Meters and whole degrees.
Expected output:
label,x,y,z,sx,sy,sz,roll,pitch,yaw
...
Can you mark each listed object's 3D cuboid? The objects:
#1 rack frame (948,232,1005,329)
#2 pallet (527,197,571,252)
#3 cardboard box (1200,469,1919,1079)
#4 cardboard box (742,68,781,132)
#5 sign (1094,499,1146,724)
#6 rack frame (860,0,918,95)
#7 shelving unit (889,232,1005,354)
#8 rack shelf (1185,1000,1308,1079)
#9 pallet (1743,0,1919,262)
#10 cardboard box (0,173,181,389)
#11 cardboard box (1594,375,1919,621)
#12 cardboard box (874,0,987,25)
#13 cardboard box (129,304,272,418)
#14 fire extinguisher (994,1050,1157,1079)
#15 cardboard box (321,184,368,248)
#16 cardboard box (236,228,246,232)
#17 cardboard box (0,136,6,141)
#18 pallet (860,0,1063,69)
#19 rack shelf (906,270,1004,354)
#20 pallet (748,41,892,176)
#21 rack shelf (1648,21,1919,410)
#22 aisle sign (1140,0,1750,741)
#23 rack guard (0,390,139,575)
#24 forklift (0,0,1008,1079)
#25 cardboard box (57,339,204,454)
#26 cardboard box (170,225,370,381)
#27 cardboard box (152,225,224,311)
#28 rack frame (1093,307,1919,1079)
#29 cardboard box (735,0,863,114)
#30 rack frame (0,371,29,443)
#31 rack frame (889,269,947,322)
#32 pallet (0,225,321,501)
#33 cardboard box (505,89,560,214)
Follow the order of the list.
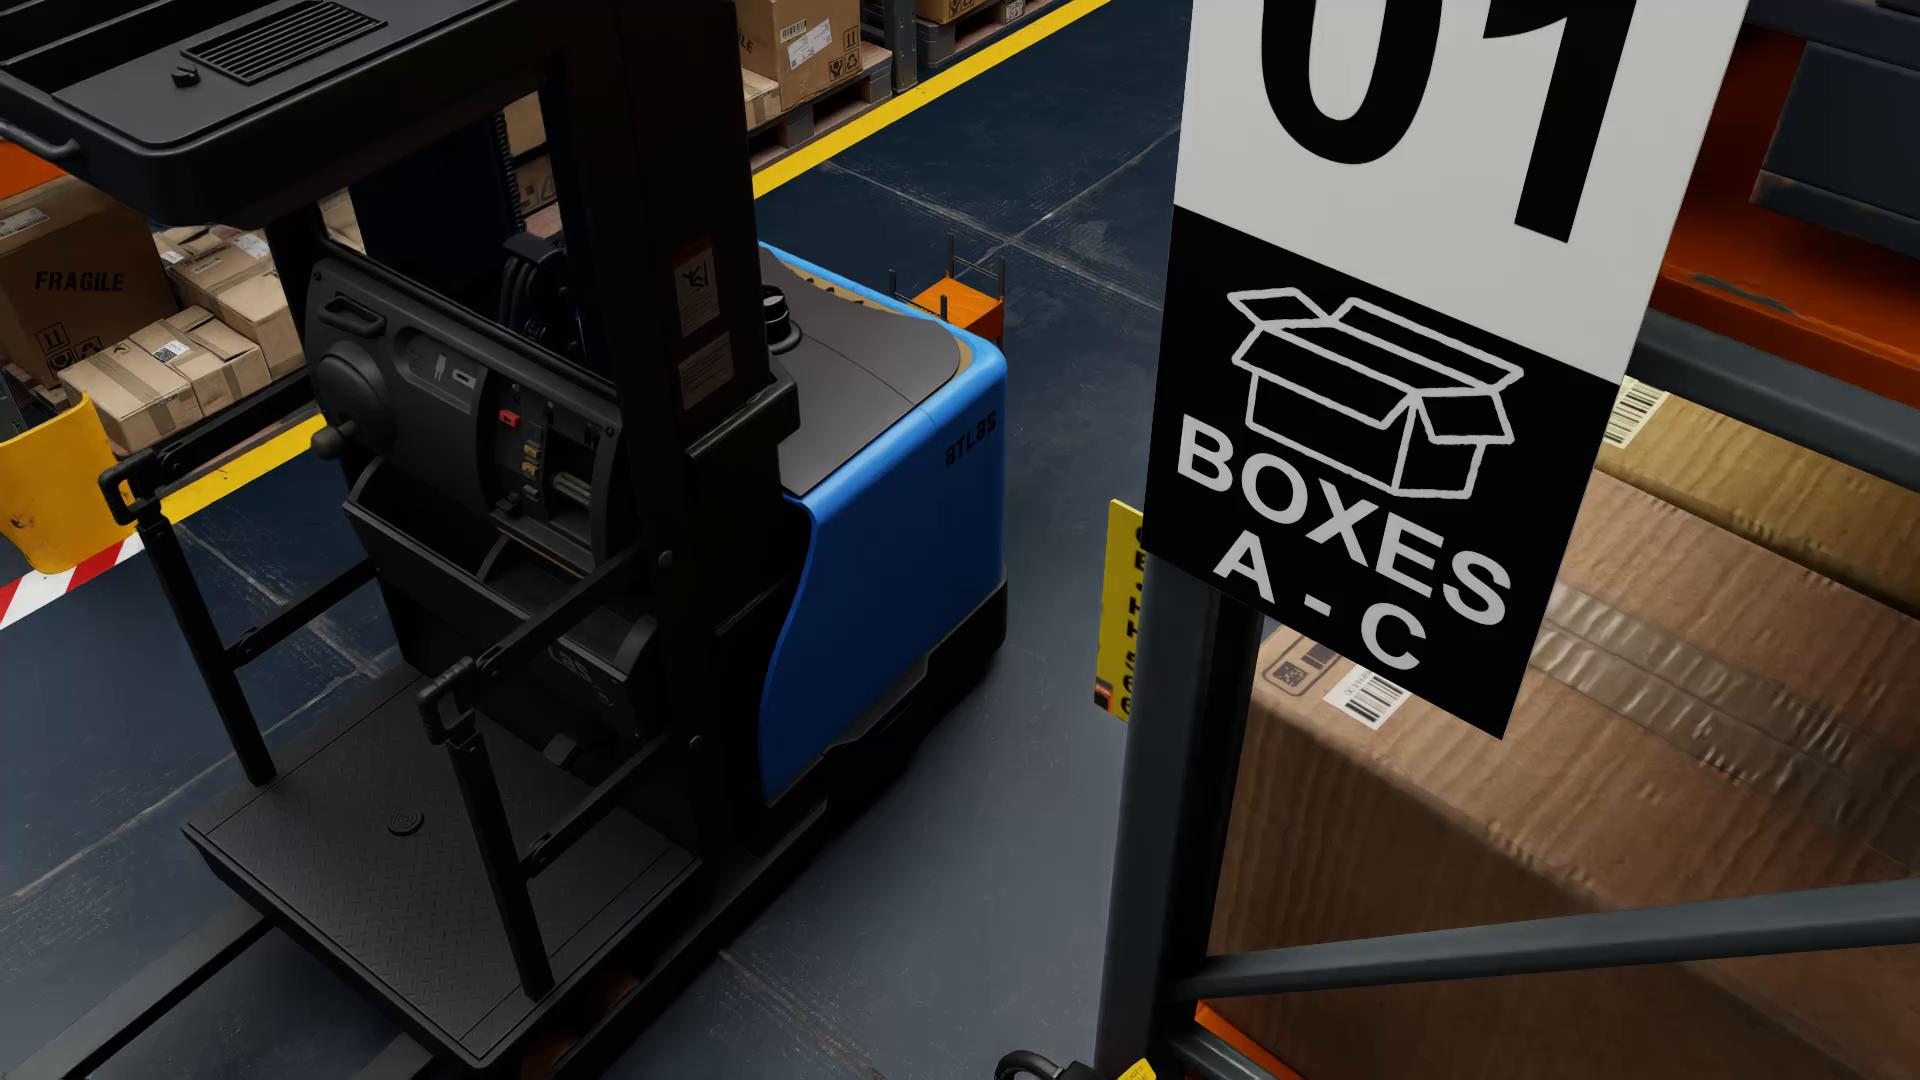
label,x,y,z,sx,sy,sz,roll,pitch,yaw
rack frame,0.044,-0.424,4.936,0.200,1.050,0.008,29,50,28
pallet,-1.840,-1.331,6.557,1.003,0.211,1.213,29,50,28
cardboard box,0.928,0.478,2.272,0.980,0.700,0.700,32,51,30
cardboard box,-0.957,-1.820,6.814,0.380,0.149,0.250,29,50,28
sign,0.201,0.097,1.876,0.100,0.325,0.005,29,50,28
rack frame,-0.612,-3.347,6.701,1.000,3.000,0.127,29,50,28
shelving unit,-0.034,-0.361,4.867,0.215,1.050,0.252,29,50,28
rack shelf,1.895,0.092,3.454,1.077,0.370,4.000,29,50,28
pallet,1.077,-0.608,1.525,1.003,0.211,1.213,29,50,28
cardboard box,-3.025,-0.912,5.554,0.500,0.500,0.500,29,50,28
cardboard box,1.388,0.098,2.689,0.980,0.700,0.700,29,50,28
cardboard box,-0.114,-2.728,7.552,0.500,0.500,0.500,27,49,27
cardboard box,-2.493,-0.597,5.456,0.380,0.166,0.250,29,50,28
fire extinguisher,0.157,0.900,2.365,0.296,0.674,0.183,29,50,28
cardboard box,-1.976,-1.105,5.952,0.500,0.250,0.500,29,50,28
cardboard box,-2.391,-1.295,6.162,0.500,0.250,0.500,29,50,28
cardboard box,-2.699,-1.438,4.528,0.500,0.500,0.500,31,50,29
pallet,-0.117,-2.750,8.118,1.003,0.211,1.213,29,50,28
rack shelf,-0.034,-0.563,4.683,0.215,0.259,0.240,29,50,28
pallet,-1.055,-1.962,7.251,1.003,0.211,1.213,29,50,28
rack shelf,1.895,-1.018,2.445,1.077,0.370,4.000,29,50,28
aisle sign,0.332,-0.199,1.307,0.394,0.787,0.004,29,50,28
rack guard,-3.137,-0.401,5.320,1.175,0.500,0.348,29,50,28
forklift,-1.153,-0.177,3.267,1.130,2.935,3.031,27,49,26
cardboard box,-2.654,-0.462,5.320,0.380,0.149,0.250,29,50,28
cardboard box,-2.297,-0.847,5.669,0.500,0.250,0.500,29,50,28
cardboard box,-2.695,-0.958,5.853,0.380,0.166,0.250,29,50,28
rack frame,0.605,0.854,2.081,0.949,2.616,0.053,29,50,28
cardboard box,-0.762,-2.169,6.936,0.500,0.500,0.500,29,50,28
rack frame,-3.186,-1.287,4.436,1.000,3.000,0.127,29,50,28
rack frame,-0.113,-0.298,4.797,0.200,1.050,0.008,29,50,28
pallet,-2.625,-0.705,5.869,1.003,0.211,1.213,29,50,28
cardboard box,-1.817,-1.616,6.327,0.797,0.503,0.637,29,50,28
